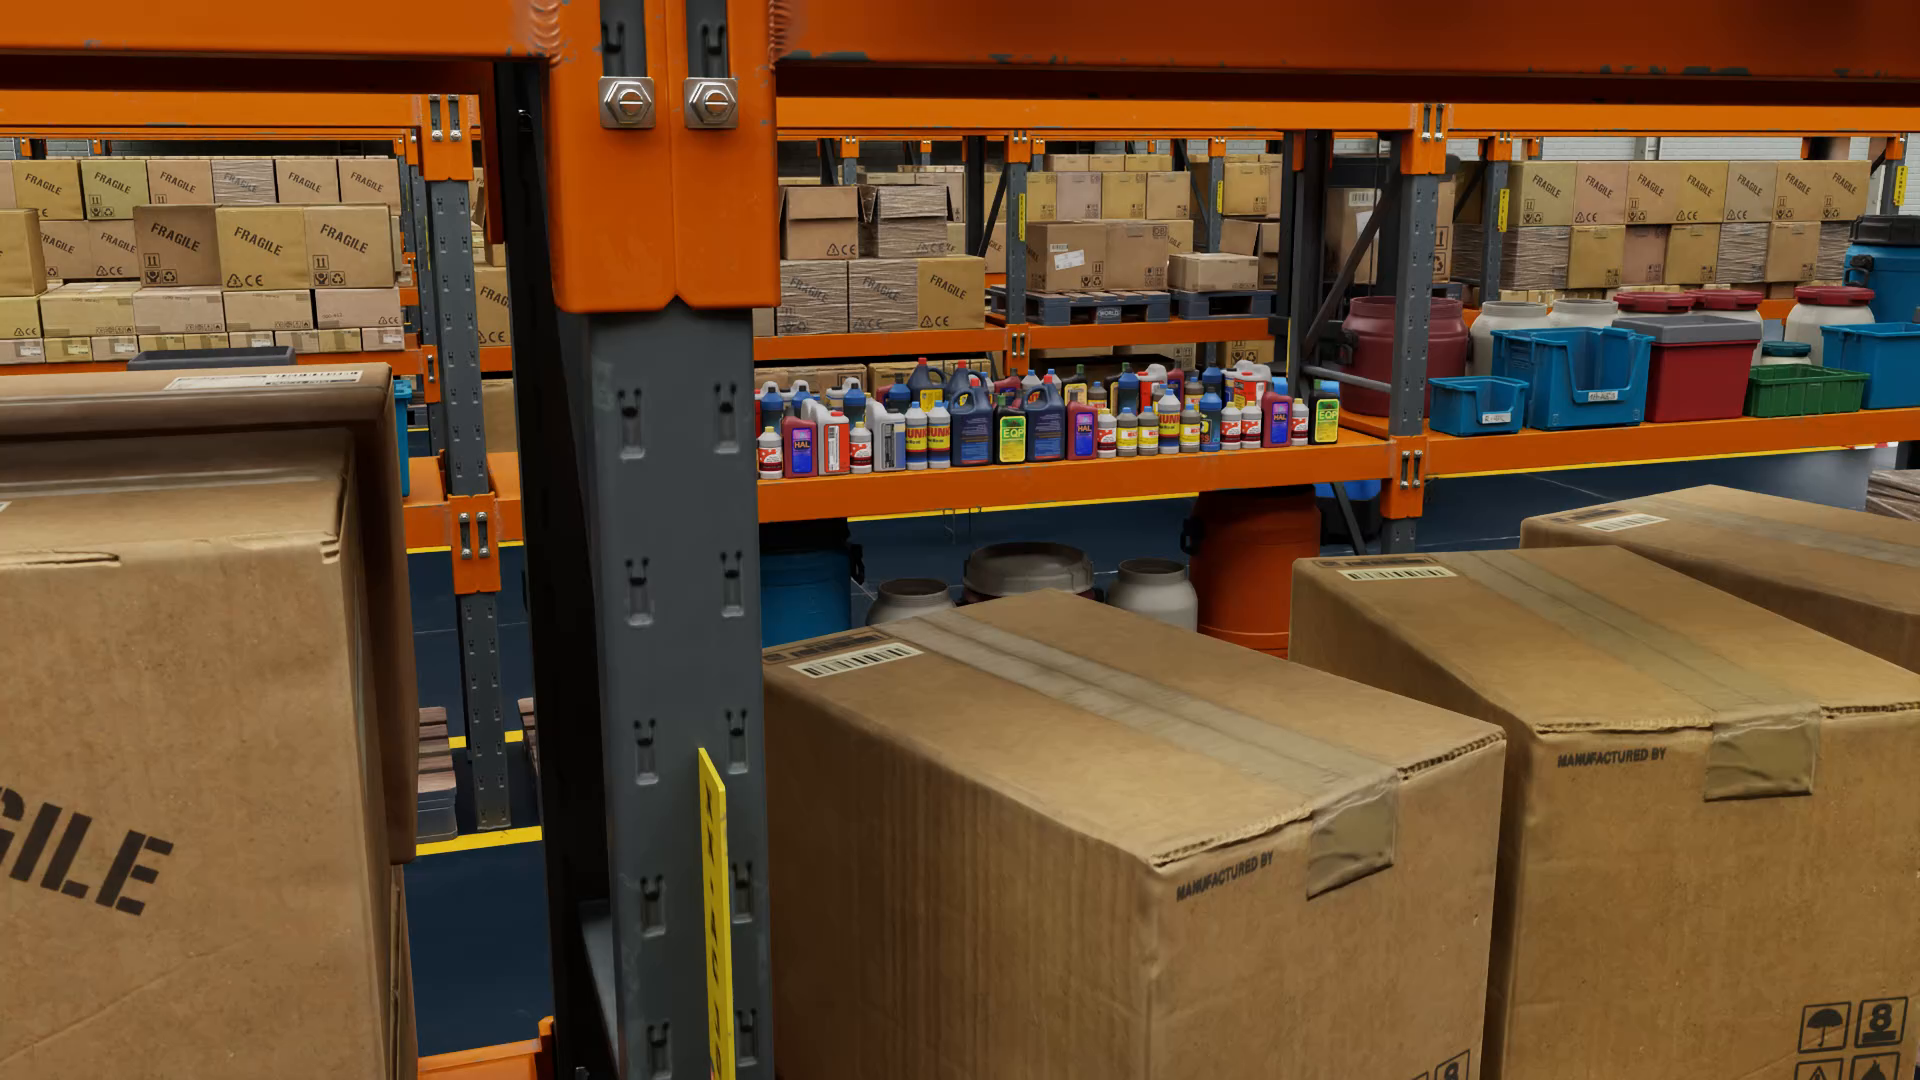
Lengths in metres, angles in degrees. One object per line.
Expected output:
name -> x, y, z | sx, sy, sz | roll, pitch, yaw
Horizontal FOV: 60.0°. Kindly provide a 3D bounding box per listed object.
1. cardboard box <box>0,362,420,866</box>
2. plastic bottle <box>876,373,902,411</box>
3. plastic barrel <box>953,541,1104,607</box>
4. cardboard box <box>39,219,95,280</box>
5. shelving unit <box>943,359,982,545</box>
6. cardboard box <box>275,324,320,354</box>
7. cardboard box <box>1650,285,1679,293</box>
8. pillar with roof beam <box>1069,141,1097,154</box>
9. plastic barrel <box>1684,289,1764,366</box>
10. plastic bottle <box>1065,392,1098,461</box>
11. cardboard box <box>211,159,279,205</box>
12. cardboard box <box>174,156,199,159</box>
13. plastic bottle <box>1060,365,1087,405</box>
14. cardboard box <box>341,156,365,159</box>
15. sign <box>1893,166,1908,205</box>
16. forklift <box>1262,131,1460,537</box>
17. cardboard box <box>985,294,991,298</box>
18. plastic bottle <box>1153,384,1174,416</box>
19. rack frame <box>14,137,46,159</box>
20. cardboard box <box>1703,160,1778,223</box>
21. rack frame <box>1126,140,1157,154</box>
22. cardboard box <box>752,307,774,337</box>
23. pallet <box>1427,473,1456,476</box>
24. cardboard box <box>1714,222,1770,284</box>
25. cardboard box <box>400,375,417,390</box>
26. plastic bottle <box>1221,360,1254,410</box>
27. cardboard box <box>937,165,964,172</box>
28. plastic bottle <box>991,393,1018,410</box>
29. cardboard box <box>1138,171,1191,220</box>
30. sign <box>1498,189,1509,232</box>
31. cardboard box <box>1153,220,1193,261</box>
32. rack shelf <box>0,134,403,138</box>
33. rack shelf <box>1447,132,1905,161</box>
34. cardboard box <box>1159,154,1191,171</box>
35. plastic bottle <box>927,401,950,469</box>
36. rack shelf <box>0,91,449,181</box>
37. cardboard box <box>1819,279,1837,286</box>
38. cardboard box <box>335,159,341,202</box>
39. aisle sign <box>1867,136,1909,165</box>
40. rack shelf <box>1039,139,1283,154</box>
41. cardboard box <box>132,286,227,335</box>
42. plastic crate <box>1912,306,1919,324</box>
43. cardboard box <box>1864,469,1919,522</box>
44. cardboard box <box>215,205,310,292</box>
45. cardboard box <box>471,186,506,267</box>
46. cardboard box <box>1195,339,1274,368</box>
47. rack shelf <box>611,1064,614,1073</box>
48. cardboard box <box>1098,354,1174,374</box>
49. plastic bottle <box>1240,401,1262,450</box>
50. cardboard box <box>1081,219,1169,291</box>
cardboard box -> -0.916, 0.079, 1.950 | 0.500, 0.500, 0.500 | -4, 14, -17
plastic bottle -> -0.309, -0.607, 7.463 | 0.133, 0.283, 0.061 | -4, 14, -18
plastic barrel -> 0.307, 0.352, 7.486 | 0.708, 0.588, 0.600 | -4, 14, -18
cardboard box -> -7.800, -2.543, 14.491 | 0.500, 0.500, 0.500 | -4, 14, -18
shelving unit -> 0.014, -0.585, 11.008 | 0.189, 1.200, 0.258 | -4, 14, -18
cardboard box -> -4.207, -1.277, 10.572 | 0.250, 0.149, 0.380 | -5, 14, -19
cardboard box -> 5.764, -2.063, 13.878 | 0.250, 0.149, 0.380 | -4, 14, -18
pillar with roof beam -> 3.516, -7.800, 24.487 | 0.400, 9.000, 9.100 | -4, 14, -18
plastic barrel -> 3.954, -1.025, 8.676 | 0.433, 0.535, 0.433 | 0, 13, 0
plastic bottle -> 0.505, -0.476, 6.913 | 0.133, 0.283, 0.061 | -4, 14, -18
cardboard box -> -6.359, -3.139, 14.836 | 0.500, 0.500, 0.500 | -4, 14, -17
cardboard box -> -8.828, -4.318, 19.037 | 0.250, 0.149, 0.380 | -4, 14, -18
plastic bottle -> 0.523, -0.672, 7.736 | 0.133, 0.283, 0.061 | -4, 14, -18
cardboard box -> -7.171, -4.467, 19.664 | 0.250, 0.149, 0.380 | -4, 14, -17
sign -> 7.996, -3.011, 14.134 | 0.005, 0.325, 0.100 | -4, 14, -18
forklift -> 2.926, -1.739, 12.120 | 1.130, 2.935, 3.031 | 7, 15, 28
cardboard box -> 0.390, -3.182, 22.809 | 0.625, 0.372, 0.950 | -4, 14, -17
plastic bottle -> 0.941, -0.623, 7.707 | 0.097, 0.201, 0.097 | 0, 13, 0
rack frame -> -10.487, -3.410, 18.996 | 0.127, 3.000, 1.000 | -4, 14, -18
cardboard box -> 6.449, -2.928, 13.949 | 0.500, 0.500, 0.500 | -4, 14, -18
rack frame -> 3.091, -5.679, 28.536 | 0.127, 3.000, 1.000 | -4, 14, -18
cardboard box -> -1.581, -1.673, 11.477 | 0.500, 0.500, 0.500 | -4, 14, -17
pallet -> 3.309, -0.708, 13.661 | 1.213, 0.211, 1.003 | -4, 14, -18
cardboard box -> 6.384, -2.485, 14.250 | 0.500, 0.500, 0.875 | -4, 14, -18
cardboard box -> -5.219, -1.496, 15.560 | 0.250, 0.149, 0.380 | -4, 14, -17
plastic bottle -> 1.322, -0.719, 7.951 | 0.135, 0.276, 0.152 | -4, 14, -18
cardboard box -> -0.128, -4.871, 21.972 | 0.250, 0.149, 0.380 | -5, 14, -20
plastic bottle -> 0.184, -0.466, 6.871 | 0.133, 0.283, 0.061 | -4, 14, -18
cardboard box -> 2.092, -3.714, 17.899 | 0.500, 0.500, 0.700 | -5, 14, -19
sign -> 4.227, -2.564, 12.937 | 0.005, 0.325, 0.100 | -4, 14, -18
cardboard box -> 2.151, -3.169, 17.766 | 0.500, 0.500, 0.500 | -5, 14, -18
rack shelf -> -6.917, -3.588, 14.819 | 4.000, 0.370, 1.077 | -4, 14, -18
rack shelf -> 5.942, -3.379, 13.938 | 4.000, 0.370, 1.077 | -4, 14, -18
cardboard box -> 2.813, -5.083, 23.009 | 0.500, 0.500, 0.700 | -5, 14, -18
plastic bottle -> -0.087, -0.428, 6.740 | 0.097, 0.271, 0.097 | 0, 13, 0
rack shelf -> -3.851, -1.407, 5.648 | 4.000, 0.370, 1.077 | -4, 14, -18
cardboard box -> 7.396, -2.210, 14.496 | 0.250, 0.149, 0.380 | -4, 14, -18
cardboard box -> -6.013, -3.285, 15.452 | 0.500, 0.500, 0.500 | -5, 14, -20
aisle sign -> 7.992, -3.621, 14.264 | 0.004, 0.787, 0.394 | -4, 14, -18
rack shelf -> 2.782, -5.552, 23.076 | 4.000, 0.370, 1.077 | -4, 14, -18
cardboard box -> -4.844, -1.437, 10.382 | 0.500, 0.250, 0.500 | -4, 14, -17
plastic crate -> 5.265, -0.964, 8.575 | 0.583, 0.464, 0.402 | -4, 14, -18
cardboard box -> 1.923, 0.190, 2.738 | 0.500, 0.500, 0.700 | -2, 13, -7
cardboard box -> -4.362, -1.839, 10.454 | 0.500, 0.500, 0.500 | -4, 14, -17
cardboard box -> -2.933, -2.117, 11.177 | 0.637, 0.503, 0.797 | -5, 14, -20
cardboard box -> 3.179, -2.419, 18.514 | 0.875, 0.875, 0.875 | -4, 14, -17
rack shelf -> 1.516, 0.844, 2.668 | 4.000, 0.370, 1.077 | -4, 14, -18
cardboard box -> 1.381, -1.287, 12.901 | 0.500, 0.250, 0.500 | -3, 14, -12
plastic bottle -> 1.254, -0.499, 7.187 | 0.097, 0.201, 0.097 | 0, 13, 0
cardboard box -> 1.252, -2.191, 12.750 | 0.500, 0.500, 0.700 | -2, 14, -10
